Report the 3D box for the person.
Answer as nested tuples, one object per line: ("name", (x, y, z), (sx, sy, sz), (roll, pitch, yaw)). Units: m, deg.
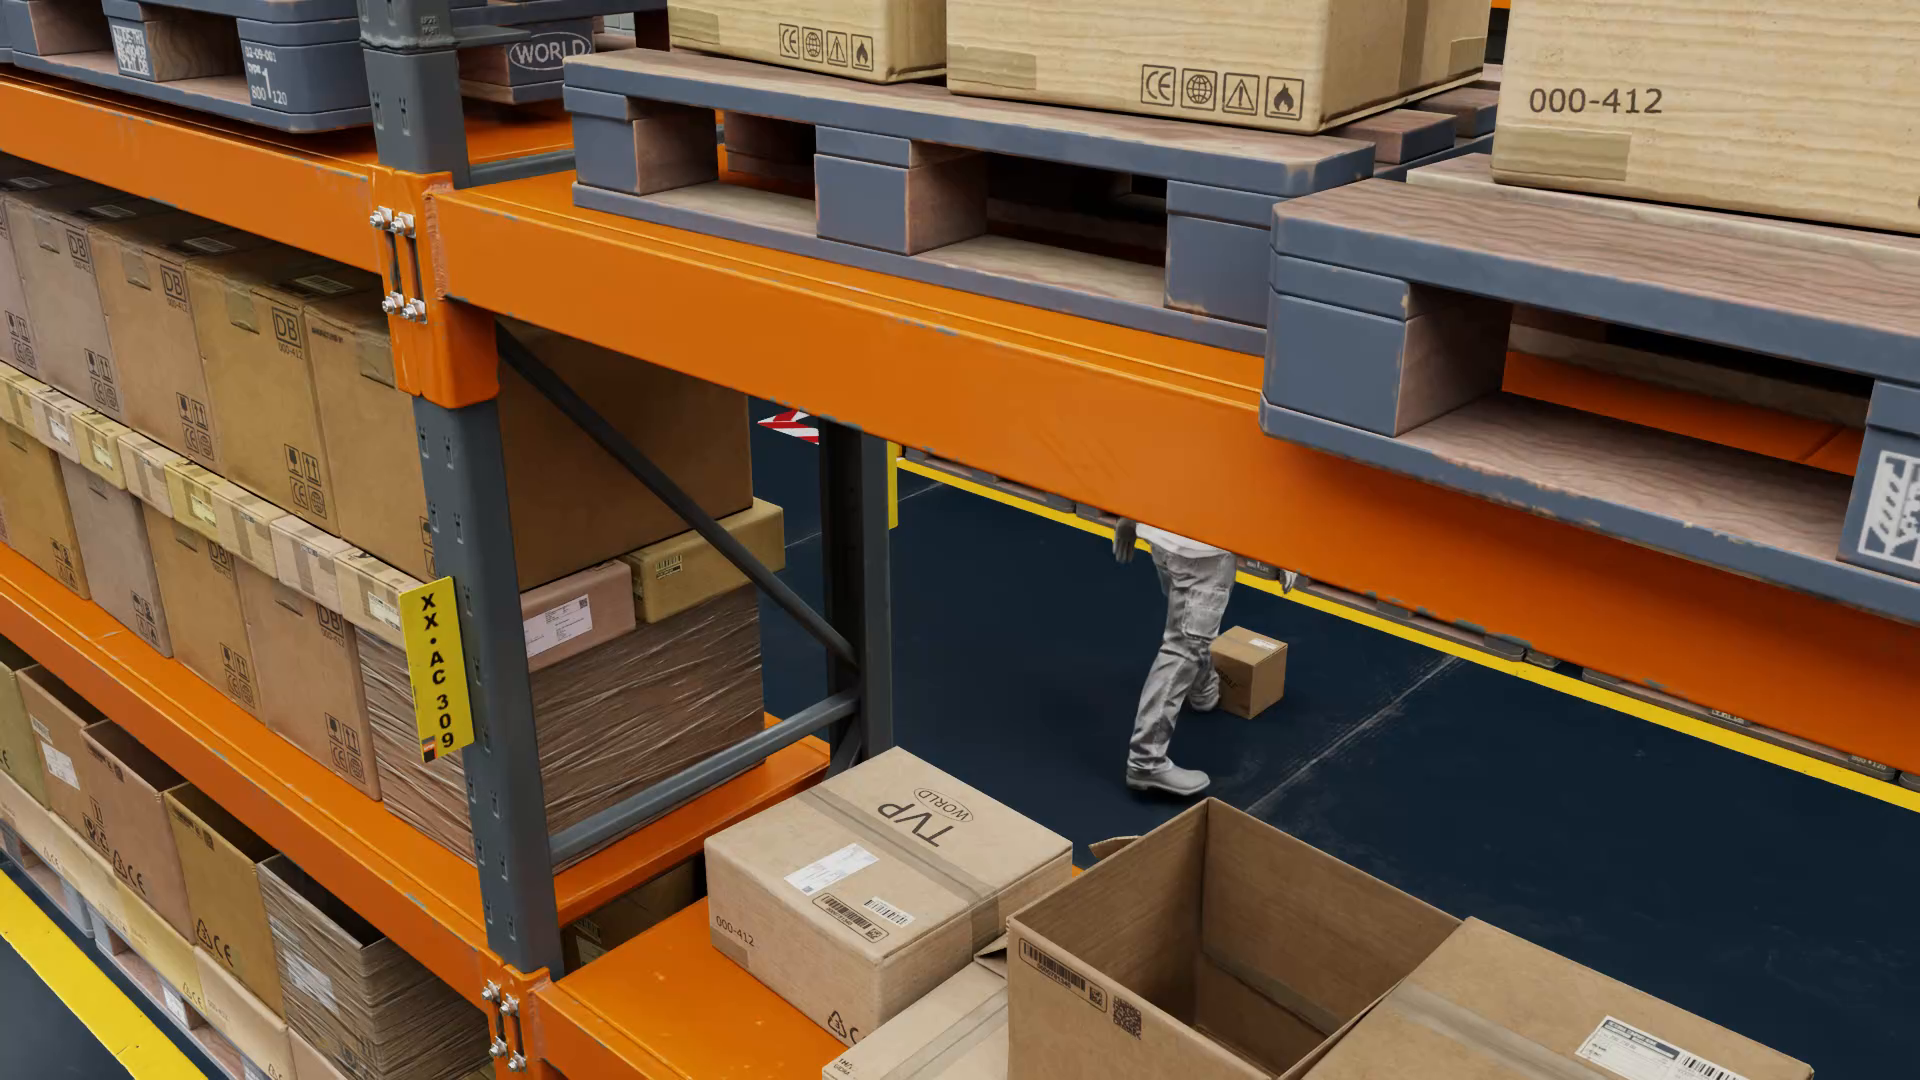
("person", (0.909, -0.006, 6.104), (0.895, 1.751, 0.673), (-14, 27, -29))
